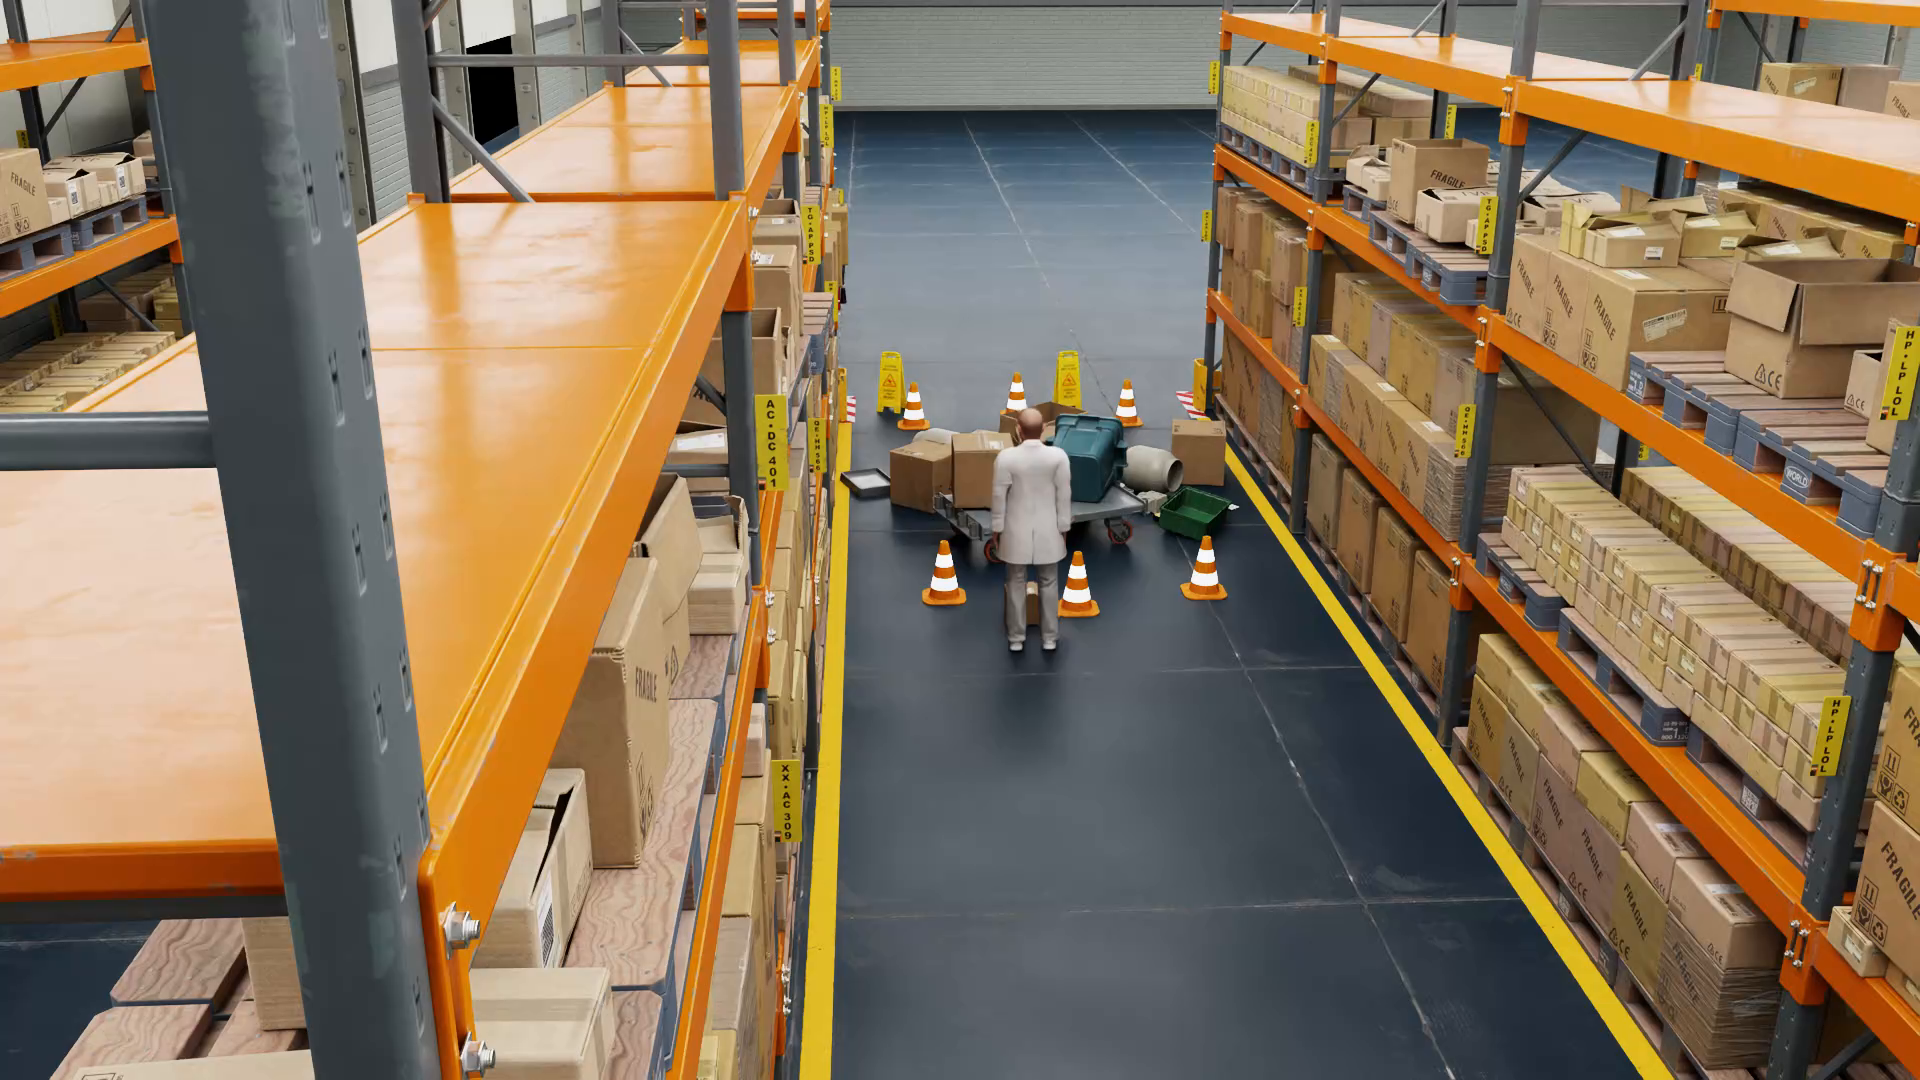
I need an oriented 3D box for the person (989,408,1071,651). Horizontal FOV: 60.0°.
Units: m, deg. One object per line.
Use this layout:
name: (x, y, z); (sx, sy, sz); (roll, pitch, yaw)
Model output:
person: (0.490, -0.089, 11.805); (0.574, 1.784, 0.410); (-1, 20, -3)
